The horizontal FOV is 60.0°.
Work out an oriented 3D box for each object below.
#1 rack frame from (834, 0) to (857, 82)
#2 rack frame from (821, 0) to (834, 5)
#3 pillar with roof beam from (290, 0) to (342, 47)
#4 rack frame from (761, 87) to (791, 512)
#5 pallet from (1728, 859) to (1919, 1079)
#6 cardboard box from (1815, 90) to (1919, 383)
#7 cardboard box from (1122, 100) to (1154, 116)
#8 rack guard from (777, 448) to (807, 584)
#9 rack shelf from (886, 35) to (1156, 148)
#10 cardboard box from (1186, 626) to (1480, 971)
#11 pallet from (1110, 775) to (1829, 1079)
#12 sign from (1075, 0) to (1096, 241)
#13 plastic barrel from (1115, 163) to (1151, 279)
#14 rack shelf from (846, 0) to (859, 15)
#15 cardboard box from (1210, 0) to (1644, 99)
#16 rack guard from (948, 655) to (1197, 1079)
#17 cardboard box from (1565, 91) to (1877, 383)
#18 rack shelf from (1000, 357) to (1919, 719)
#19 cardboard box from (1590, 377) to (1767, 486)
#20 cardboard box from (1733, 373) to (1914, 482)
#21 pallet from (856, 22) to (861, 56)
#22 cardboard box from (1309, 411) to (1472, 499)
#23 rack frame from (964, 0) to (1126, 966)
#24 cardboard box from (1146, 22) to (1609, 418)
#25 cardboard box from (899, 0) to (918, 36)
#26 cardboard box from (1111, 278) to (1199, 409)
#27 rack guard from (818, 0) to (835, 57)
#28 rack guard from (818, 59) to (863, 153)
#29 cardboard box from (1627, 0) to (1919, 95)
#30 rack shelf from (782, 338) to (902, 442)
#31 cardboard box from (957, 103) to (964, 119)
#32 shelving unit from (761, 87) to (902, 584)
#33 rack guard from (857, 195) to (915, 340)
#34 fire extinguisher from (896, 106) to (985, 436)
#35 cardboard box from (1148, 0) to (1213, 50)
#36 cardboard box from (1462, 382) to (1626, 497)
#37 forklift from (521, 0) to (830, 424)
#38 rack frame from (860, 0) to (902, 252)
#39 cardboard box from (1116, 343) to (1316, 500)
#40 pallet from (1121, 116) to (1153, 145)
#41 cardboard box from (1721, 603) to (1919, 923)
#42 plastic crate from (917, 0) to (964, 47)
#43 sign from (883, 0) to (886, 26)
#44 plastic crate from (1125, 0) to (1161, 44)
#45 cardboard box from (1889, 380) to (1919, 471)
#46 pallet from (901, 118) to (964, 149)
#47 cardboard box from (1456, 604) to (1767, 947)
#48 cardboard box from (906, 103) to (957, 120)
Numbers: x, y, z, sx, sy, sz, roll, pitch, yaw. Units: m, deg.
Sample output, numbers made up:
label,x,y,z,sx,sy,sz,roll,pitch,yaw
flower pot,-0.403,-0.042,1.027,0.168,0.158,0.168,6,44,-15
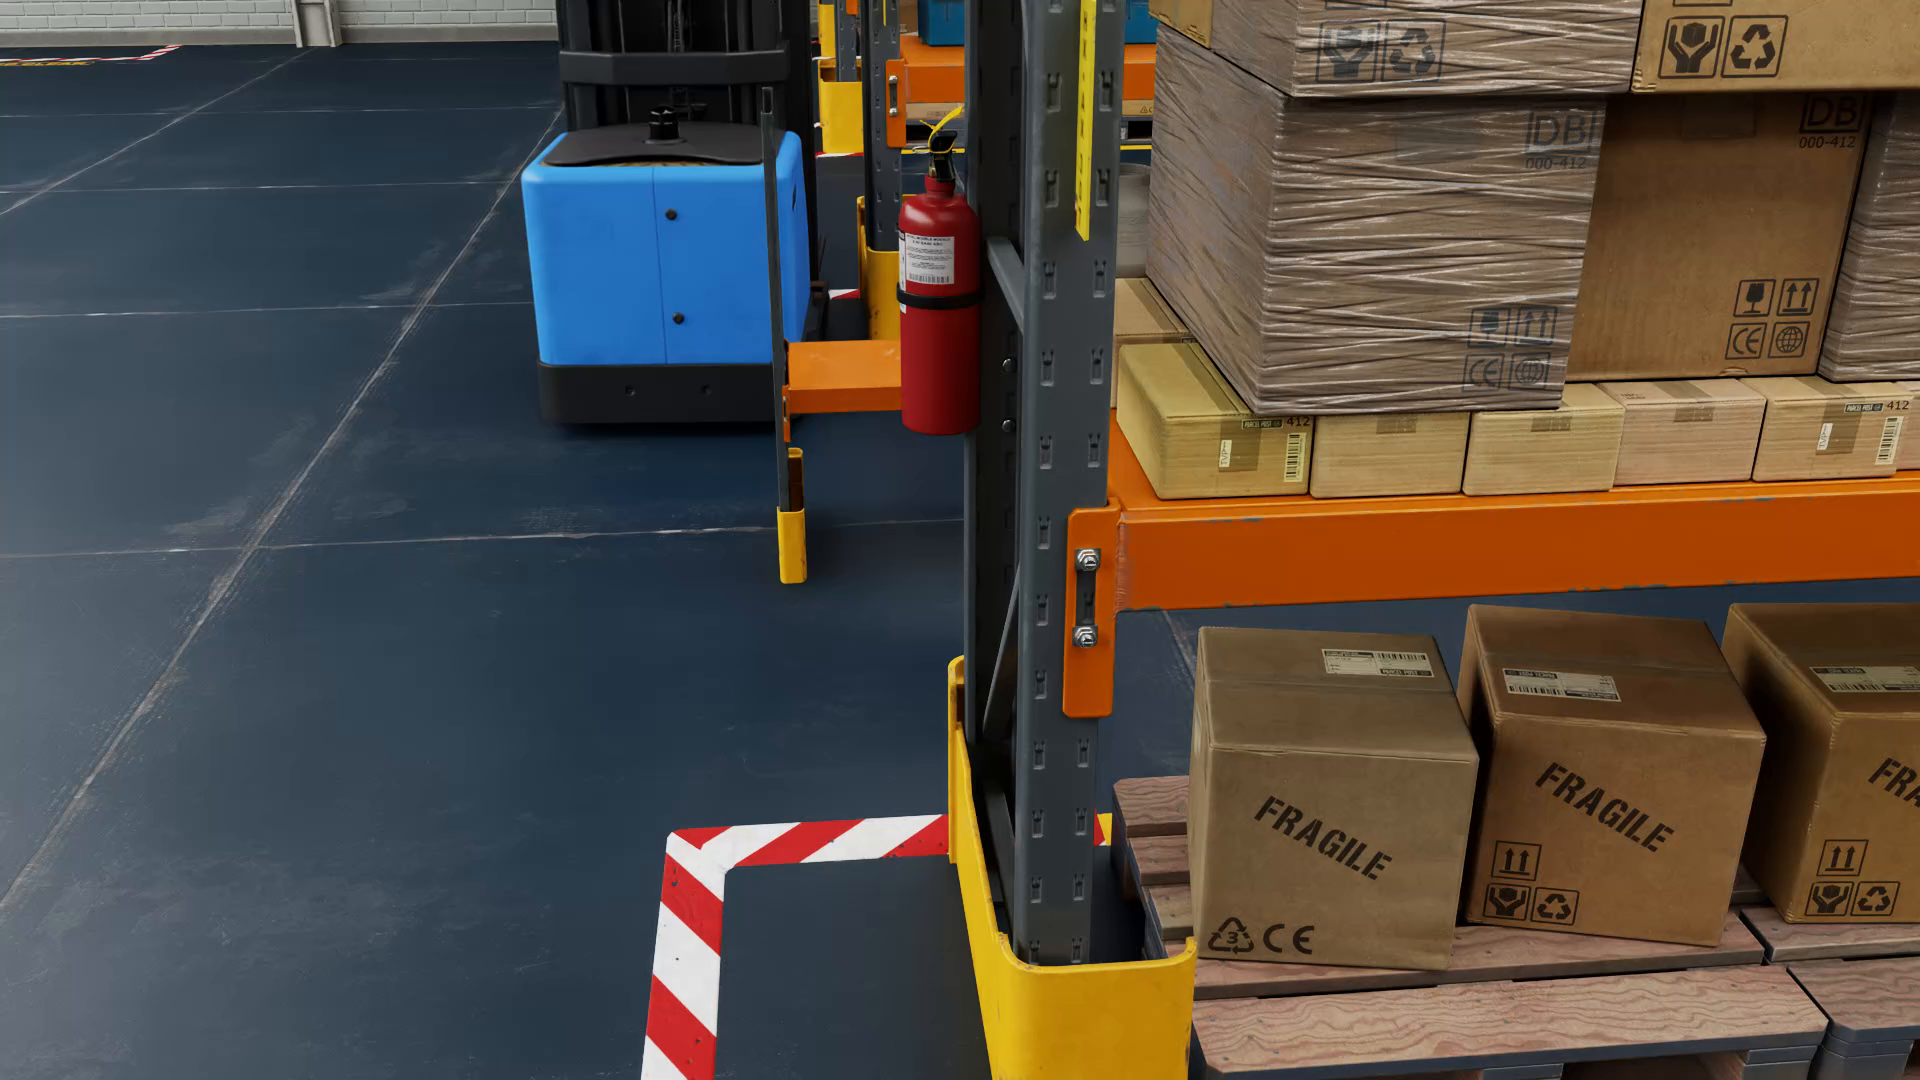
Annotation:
label,x,y,z,sx,sy,sz,roll,pitch,yaw
rack frame,-0.850,-4.415,11.989,0.127,3.000,1.000,-2,24,-5
rack frame,-1.341,-6.417,16.494,0.127,3.000,1.000,-2,24,-5
pillar with roof beam,-6.277,-7.556,11.671,0.400,9.000,9.100,-2,24,-5
rack frame,-0.591,-0.662,5.392,0.032,1.500,0.500,-2,24,-5
pallet,2.218,0.795,3.701,1.213,0.211,1.003,-2,24,-5
cardboard box,1.657,-0.674,3.084,0.500,0.500,0.875,-2,24,-5
cardboard box,1.198,-3.341,12.442,0.500,0.250,0.500,-2,24,-5
rack guard,-0.571,-0.091,5.648,0.087,0.250,0.587,-2,24,-5
rack shelf,1.623,-2.164,7.810,4.000,0.370,1.077,-2,24,-5
cardboard box,0.743,0.522,3.444,0.500,0.500,0.500,2,24,5
pallet,1.007,0.843,3.595,1.213,0.211,1.003,-2,24,-5
sign,0.173,-0.587,2.311,0.005,0.325,0.100,-2,24,-5
plastic barrel,0.779,-1.545,8.078,0.421,0.512,0.421,0,24,0
rack shelf,1.140,-4.166,12.315,4.000,0.370,1.077,-2,24,-5
cardboard box,0.694,-0.961,2.498,0.500,0.500,0.500,-2,24,-5
rack guard,0.195,0.729,3.495,0.348,0.500,1.175,-2,24,-5
cardboard box,1.155,-0.671,3.078,0.500,0.500,0.875,-2,24,-5
rack shelf,2.110,-0.162,3.306,4.000,0.370,1.077,-2,24,-5
cardboard box,1.174,-0.235,2.896,0.250,0.149,0.380,-2,24,-5
cardboard box,1.424,-0.242,2.912,0.250,0.149,0.380,-2,24,-5
pallet,-0.453,-5.164,17.108,1.213,0.211,1.003,-2,24,-5
cardboard box,0.677,-0.213,2.845,0.250,0.149,0.380,-2,24,-5
rack frame,0.120,-0.411,2.981,0.127,3.000,1.000,-2,24,-5
cardboard box,0.670,-0.603,2.924,0.500,0.500,0.875,-2,24,-5
cardboard box,-0.346,-3.835,12.629,0.500,0.500,0.500,-2,24,-5
cardboard box,0.383,-0.391,3.245,0.250,0.149,0.380,-2,24,-5
rack guard,-1.265,-5.278,17.008,0.348,0.500,1.175,-2,24,-5
rack guard,-0.874,-3.272,12.495,0.348,0.500,1.175,-2,24,-5
cardboard box,1.192,-0.978,2.537,0.500,0.500,0.500,-2,24,-5
rack shelf,-0.085,-0.518,5.511,1.000,0.185,0.538,-2,24,-5
cardboard box,0.202,-3.303,12.357,0.500,0.250,0.500,-2,24,-5
shelving unit,-0.076,-0.682,5.439,1.083,1.500,0.587,-2,24,-5
rack guard,-0.296,-1.292,8.042,0.348,0.500,1.175,-2,24,-5
fire extinguisher,-0.040,-0.557,3.405,0.183,0.674,0.296,-2,24,-5
cardboard box,0.643,-1.171,2.971,0.500,0.500,0.500,-2,24,-5
cardboard box,0.928,-0.217,2.854,0.250,0.149,0.380,-2,24,-5
forklift,-1.201,-2.355,7.440,1.130,2.935,3.031,-1,24,-2
rack frame,-0.367,-2.413,7.485,0.127,3.000,1.000,-2,24,-5
cardboard box,0.427,-0.211,2.840,0.250,0.149,0.380,-2,24,-5
pallet,1.118,-3.236,12.769,1.213,0.211,1.003,-2,24,-5
cardboard box,1.959,0.467,3.568,0.500,0.500,0.500,0,24,0
plastic crate,0.101,-2.486,7.832,0.616,0.251,0.499,-2,24,-5
sign,-0.317,-2.316,6.928,0.005,0.325,0.100,-2,24,-5
plastic crate,0.748,-2.509,7.885,0.408,0.251,0.499,-2,24,-5
cardboard box,1.670,-0.263,2.959,0.250,0.149,0.380,-2,24,-5
pallet,-0.093,-3.188,12.663,1.213,0.211,1.003,-2,24,-5
cardboard box,1.334,0.484,3.529,0.500,0.500,0.500,4,24,9
cardboard box,-0.295,-3.282,12.309,0.500,0.250,0.500,-2,24,-5
